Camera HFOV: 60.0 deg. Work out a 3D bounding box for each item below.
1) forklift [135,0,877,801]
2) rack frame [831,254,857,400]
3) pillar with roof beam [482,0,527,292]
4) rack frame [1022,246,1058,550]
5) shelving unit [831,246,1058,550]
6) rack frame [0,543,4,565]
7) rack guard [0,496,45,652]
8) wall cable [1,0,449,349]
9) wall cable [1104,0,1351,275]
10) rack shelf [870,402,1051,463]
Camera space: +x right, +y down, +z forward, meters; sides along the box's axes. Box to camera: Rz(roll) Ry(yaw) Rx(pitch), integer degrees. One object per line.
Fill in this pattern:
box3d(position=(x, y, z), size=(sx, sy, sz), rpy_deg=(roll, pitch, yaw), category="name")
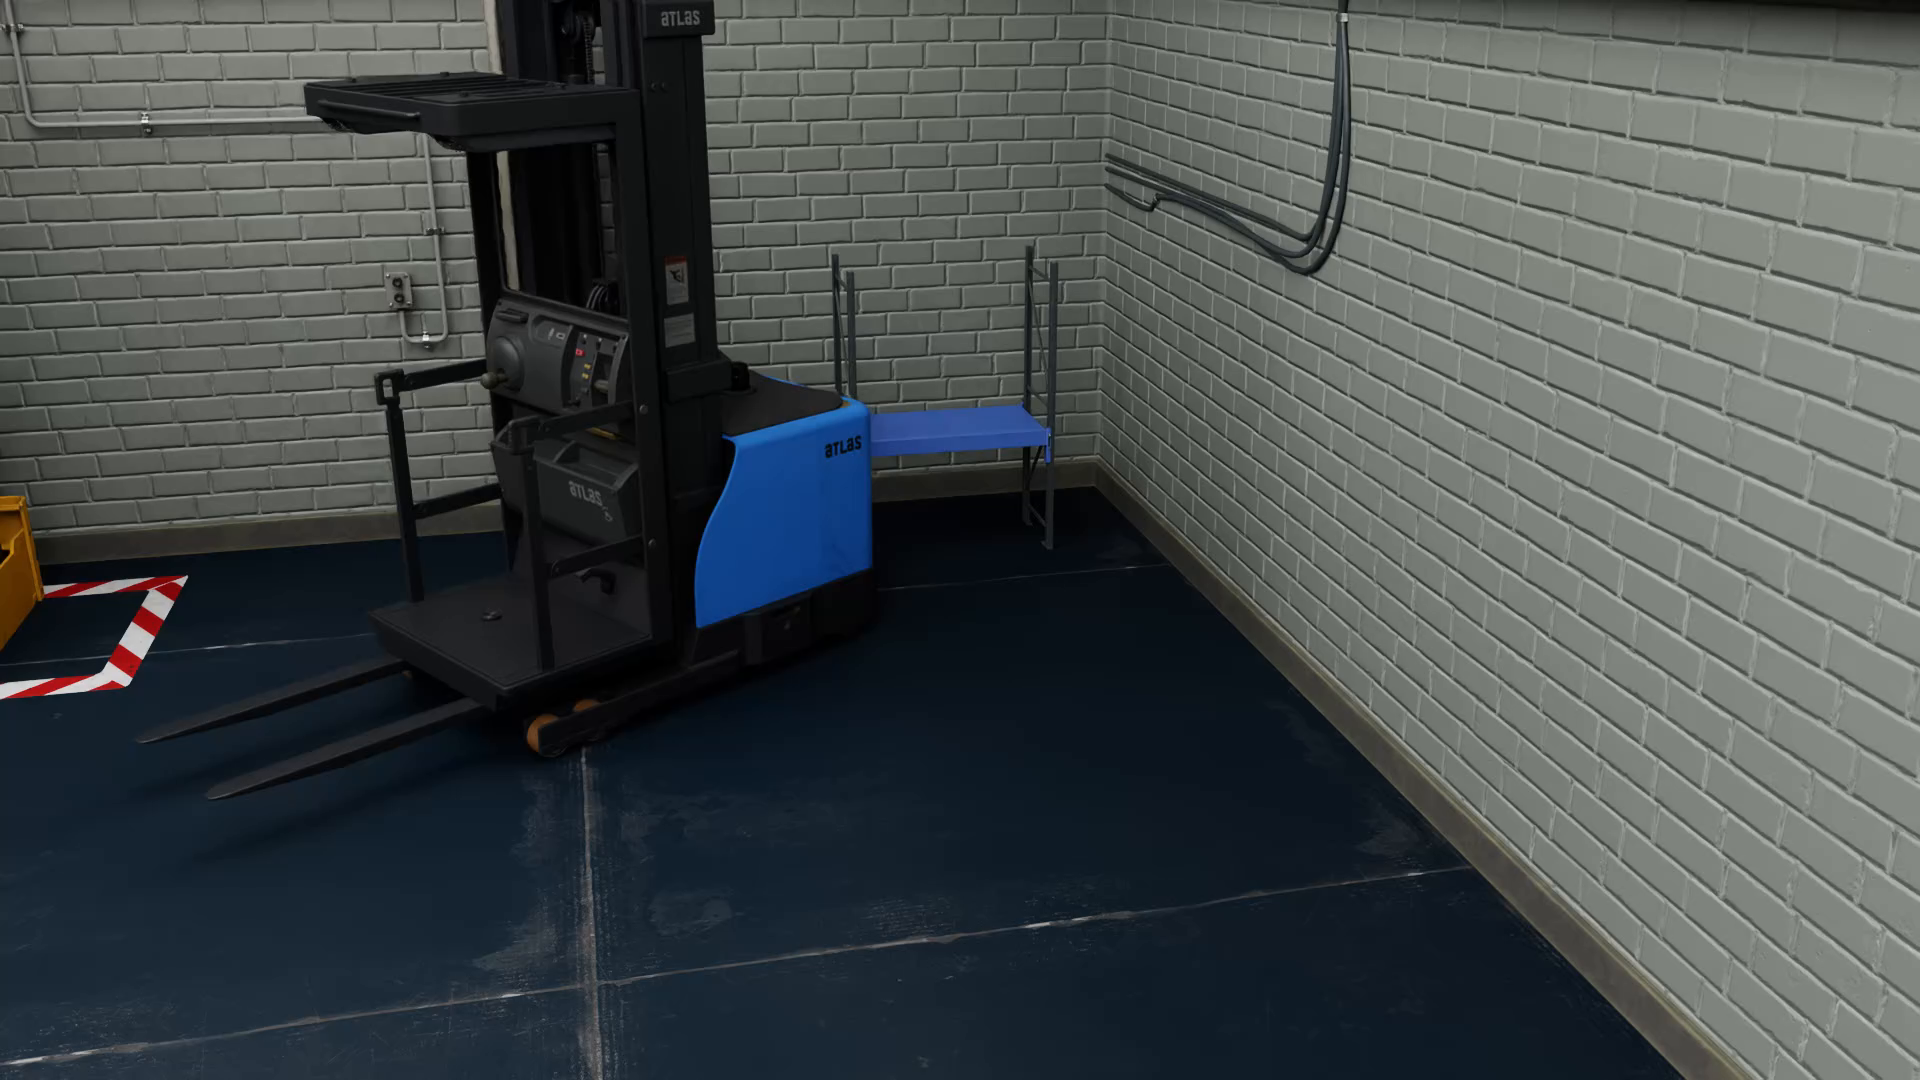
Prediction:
box3d(position=(-1.767, -0.726, 6.535), size=(1.130, 2.935, 3.031), rpy_deg=(18, 27, 41), category="forklift")
box3d(position=(-0.578, -0.657, 8.428), size=(0.032, 1.500, 0.500), rpy_deg=(-5, 21, -12), category="rack frame")
box3d(position=(-1.092, -2.824, 3.440), size=(0.400, 9.000, 9.100), rpy_deg=(-5, 21, -12), category="pillar with roof beam")
box3d(position=(0.412, -0.738, 8.648), size=(0.032, 1.500, 0.500), rpy_deg=(-5, 21, -12), category="rack frame")
box3d(position=(-0.083, -0.697, 8.538), size=(1.048, 1.500, 0.538), rpy_deg=(-5, 21, -12), category="shelving unit")
box3d(position=(-4.511, -0.945, 7.032), size=(0.127, 3.000, 1.000), rpy_deg=(-5, 21, -12), category="rack frame")
box3d(position=(-4.487, 0.227, 7.467), size=(0.348, 0.500, 1.175), rpy_deg=(-5, 21, -12), category="rack guard")
box3d(position=(-3.482, -1.840, 7.999), size=(1.851, 1.984, 0.084), rpy_deg=(-5, 21, -12), category="wall cable")
box3d(position=(1.076, -2.632, 7.430), size=(0.112, 2.526, 3.097), rpy_deg=(-5, 21, -12), category="wall cable")
box3d(position=(-0.083, -0.529, 8.600), size=(1.000, 0.185, 0.538), rpy_deg=(-5, 21, -12), category="rack shelf")
